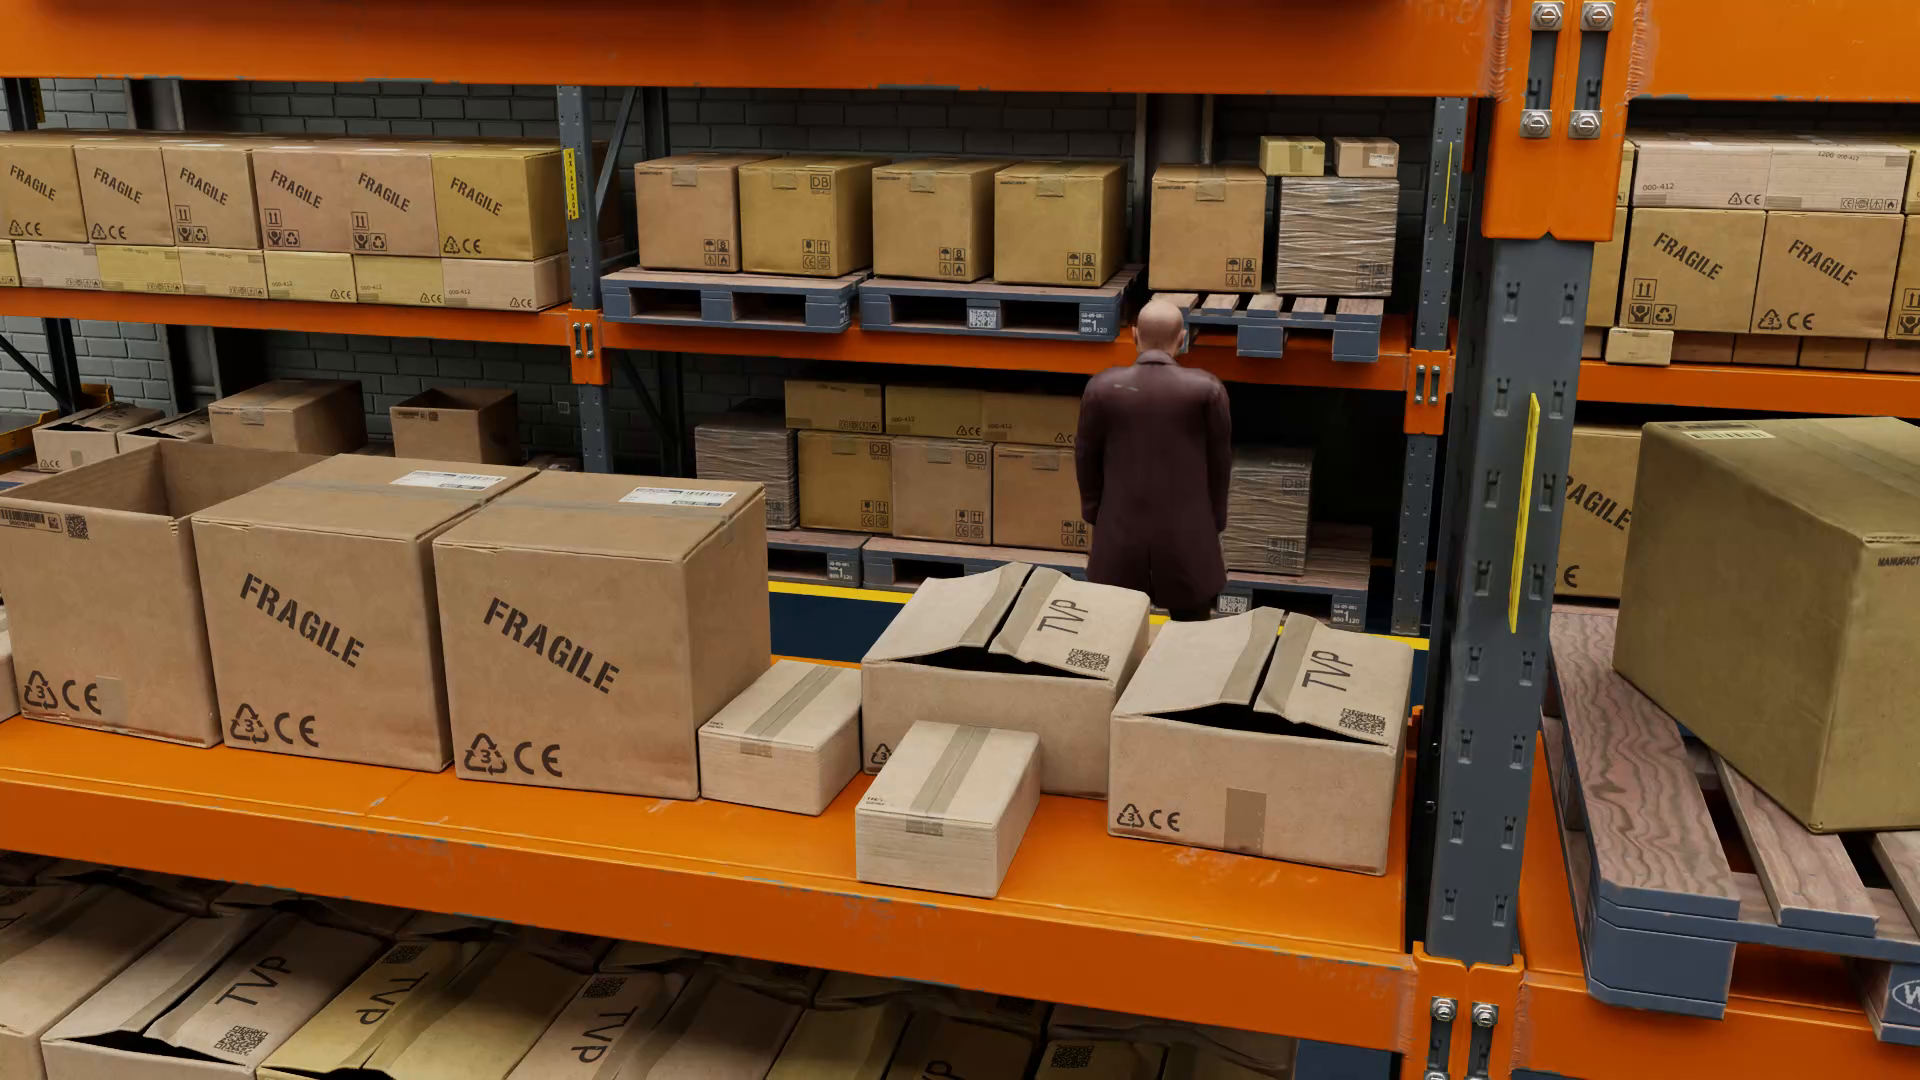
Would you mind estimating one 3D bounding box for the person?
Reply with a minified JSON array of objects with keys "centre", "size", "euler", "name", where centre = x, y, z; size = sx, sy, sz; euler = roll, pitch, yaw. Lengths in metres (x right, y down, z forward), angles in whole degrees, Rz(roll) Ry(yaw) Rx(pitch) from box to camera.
[{"centre":[0.717,-0.029,6.253],"size":[0.587,1.737,0.409],"euler":[5,19,15],"name":"person"}]
